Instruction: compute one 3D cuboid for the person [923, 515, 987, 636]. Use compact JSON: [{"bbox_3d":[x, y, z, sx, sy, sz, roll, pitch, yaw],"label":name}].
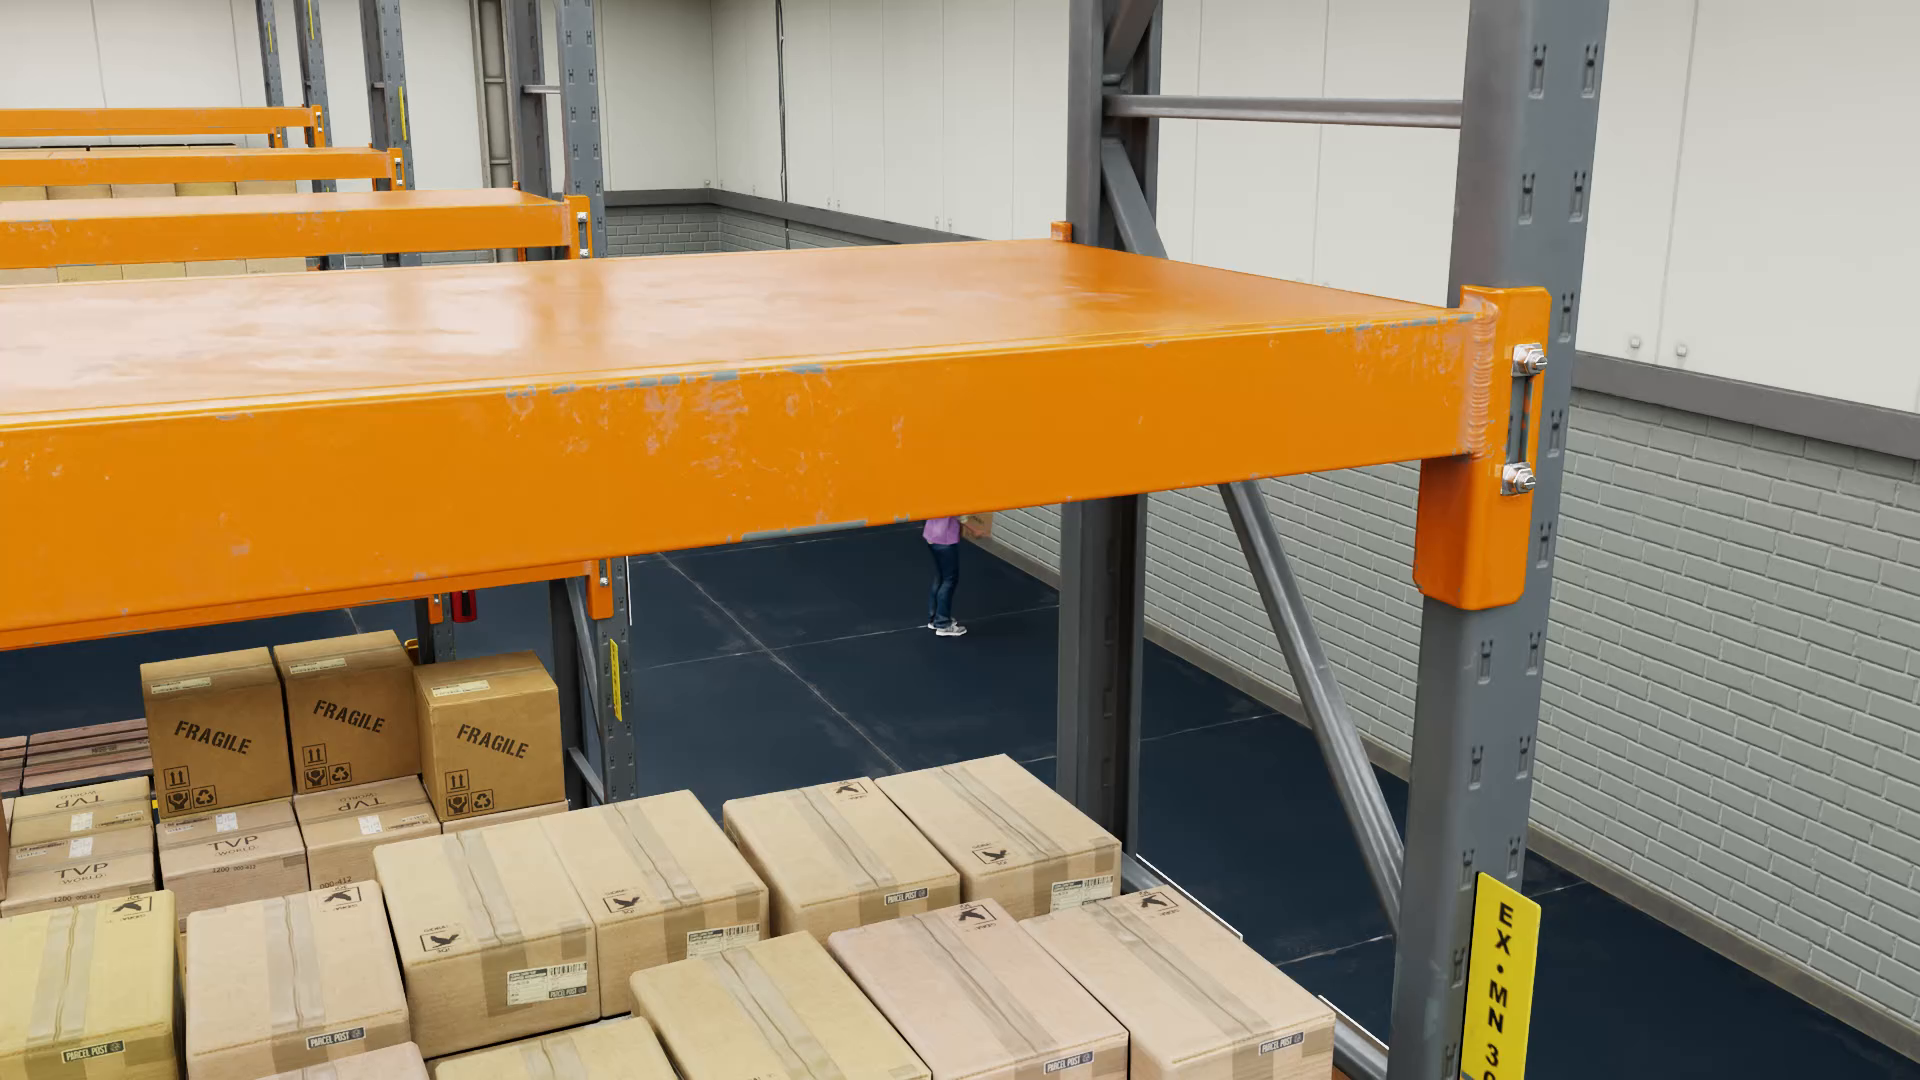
[{"bbox_3d":[-0.058,0.006,14.038,0.495,1.592,0.401,-6,17,-21],"label":"person"}]
